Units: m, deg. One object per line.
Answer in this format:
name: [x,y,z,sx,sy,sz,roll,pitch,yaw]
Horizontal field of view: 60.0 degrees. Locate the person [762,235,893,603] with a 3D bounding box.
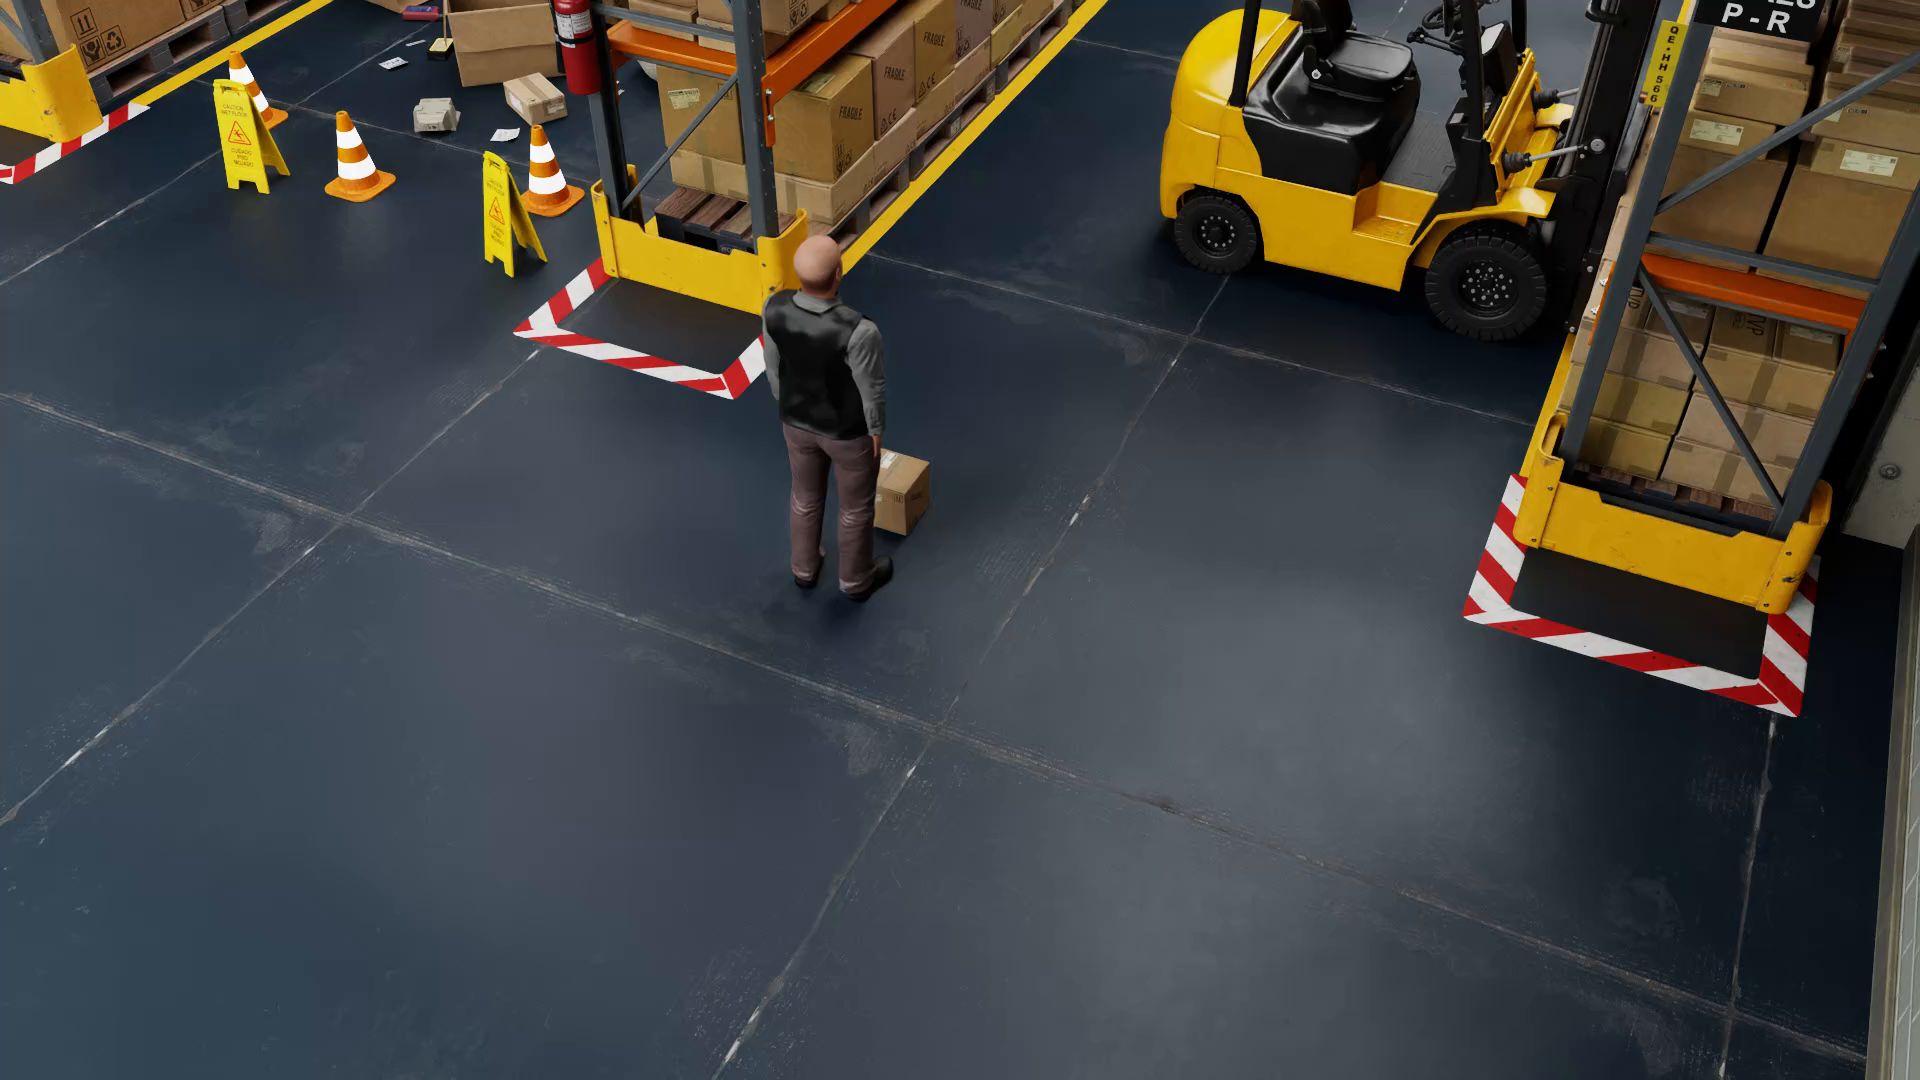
person: [-0.519,-0.477,6.721,0.539,1.743,0.355,19,45,20]
